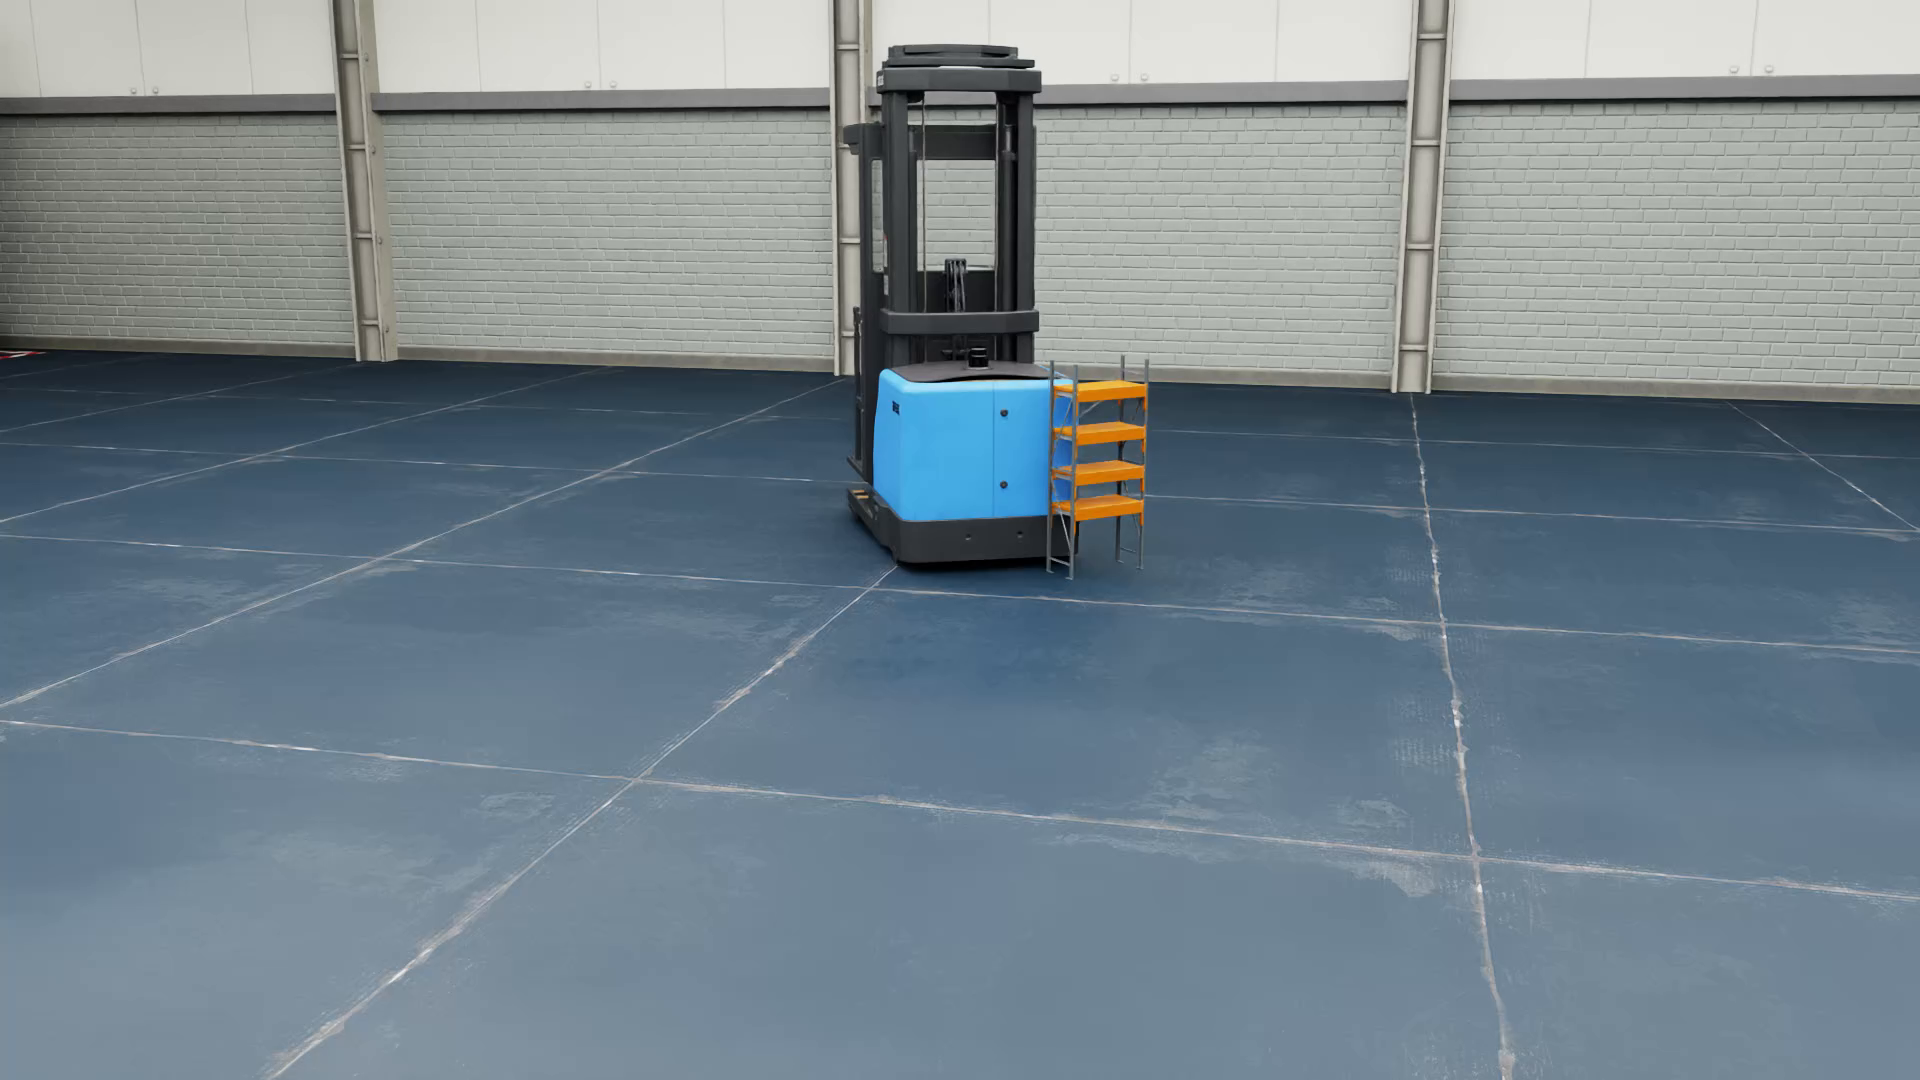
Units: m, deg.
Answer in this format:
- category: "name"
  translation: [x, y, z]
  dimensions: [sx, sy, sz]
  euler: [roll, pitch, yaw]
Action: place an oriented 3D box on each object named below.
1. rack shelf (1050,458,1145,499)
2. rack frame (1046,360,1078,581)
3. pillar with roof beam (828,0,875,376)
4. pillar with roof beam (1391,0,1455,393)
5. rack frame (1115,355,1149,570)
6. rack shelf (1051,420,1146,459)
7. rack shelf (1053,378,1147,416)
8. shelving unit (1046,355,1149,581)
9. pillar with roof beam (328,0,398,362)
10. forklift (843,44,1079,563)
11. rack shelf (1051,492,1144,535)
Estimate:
- category: "rack shelf"
  translation: [0.768, -0.346, 9.326]
  dimensions: [0.480, 0.148, 0.258]
  euler: [-8, 15, -31]
- category: "rack frame"
  translation: [0.562, -0.383, 9.184]
  dimensions: [0.015, 1.200, 0.240]
  euler: [-8, 15, -31]
- category: "pillar with roof beam"
  translation: [-2.202, -5.339, 13.522]
  dimensions: [0.400, 9.000, 9.100]
  euler: [3, 13, 14]
- category: "pillar with roof beam"
  translation: [3.623, -5.028, 12.118]
  dimensions: [0.400, 9.000, 9.100]
  euler: [3, 13, 14]
- category: "rack frame"
  translation: [0.975, -0.439, 9.438]
  dimensions: [0.015, 1.200, 0.240]
  euler: [-8, 15, -31]
- category: "rack shelf"
  translation: [0.770, -0.564, 9.276]
  dimensions: [0.480, 0.148, 0.258]
  euler: [-8, 15, -31]
- category: "rack shelf"
  translation: [0.771, -0.794, 9.223]
  dimensions: [0.480, 0.148, 0.258]
  euler: [-8, 15, -31]
- category: "shelving unit"
  translation: [0.769, -0.411, 9.311]
  dimensions: [0.503, 1.200, 0.258]
  euler: [-8, 15, -31]
- category: "pillar with roof beam"
  translation: [-8.027, -5.650, 14.925]
  dimensions: [0.400, 9.000, 9.100]
  euler: [3, 13, 14]
- category: "forklift"
  translation: [-0.127, -1.571, 10.548]
  dimensions: [1.130, 2.935, 3.031]
  euler: [-3, 13, -12]
- category: "rack shelf"
  translation: [0.767, -0.152, 9.371]
  dimensions: [0.480, 0.148, 0.258]
  euler: [-8, 15, -31]
